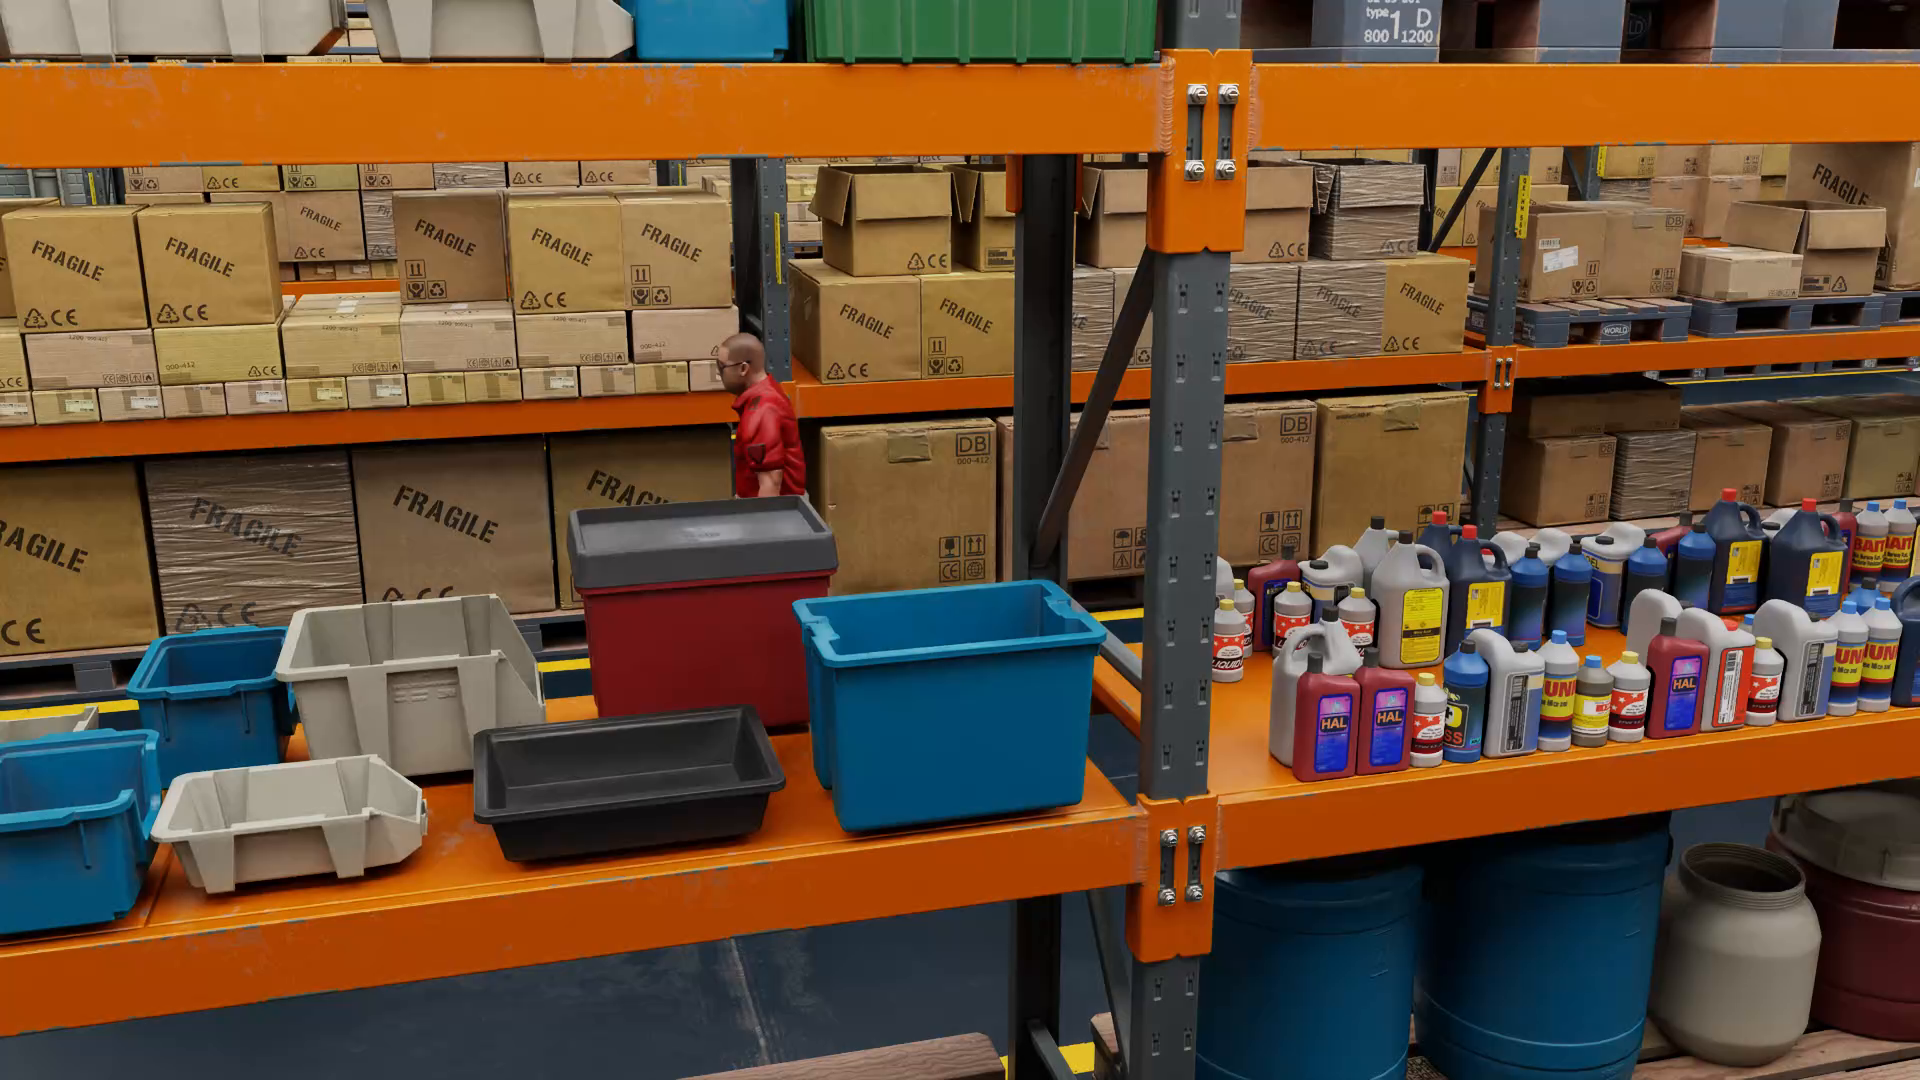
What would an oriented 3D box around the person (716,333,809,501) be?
[{"bbox_3d":[-0.845,-0.038,7.188,0.388,1.727,0.594,0,16,-1],"label":"person"}]
